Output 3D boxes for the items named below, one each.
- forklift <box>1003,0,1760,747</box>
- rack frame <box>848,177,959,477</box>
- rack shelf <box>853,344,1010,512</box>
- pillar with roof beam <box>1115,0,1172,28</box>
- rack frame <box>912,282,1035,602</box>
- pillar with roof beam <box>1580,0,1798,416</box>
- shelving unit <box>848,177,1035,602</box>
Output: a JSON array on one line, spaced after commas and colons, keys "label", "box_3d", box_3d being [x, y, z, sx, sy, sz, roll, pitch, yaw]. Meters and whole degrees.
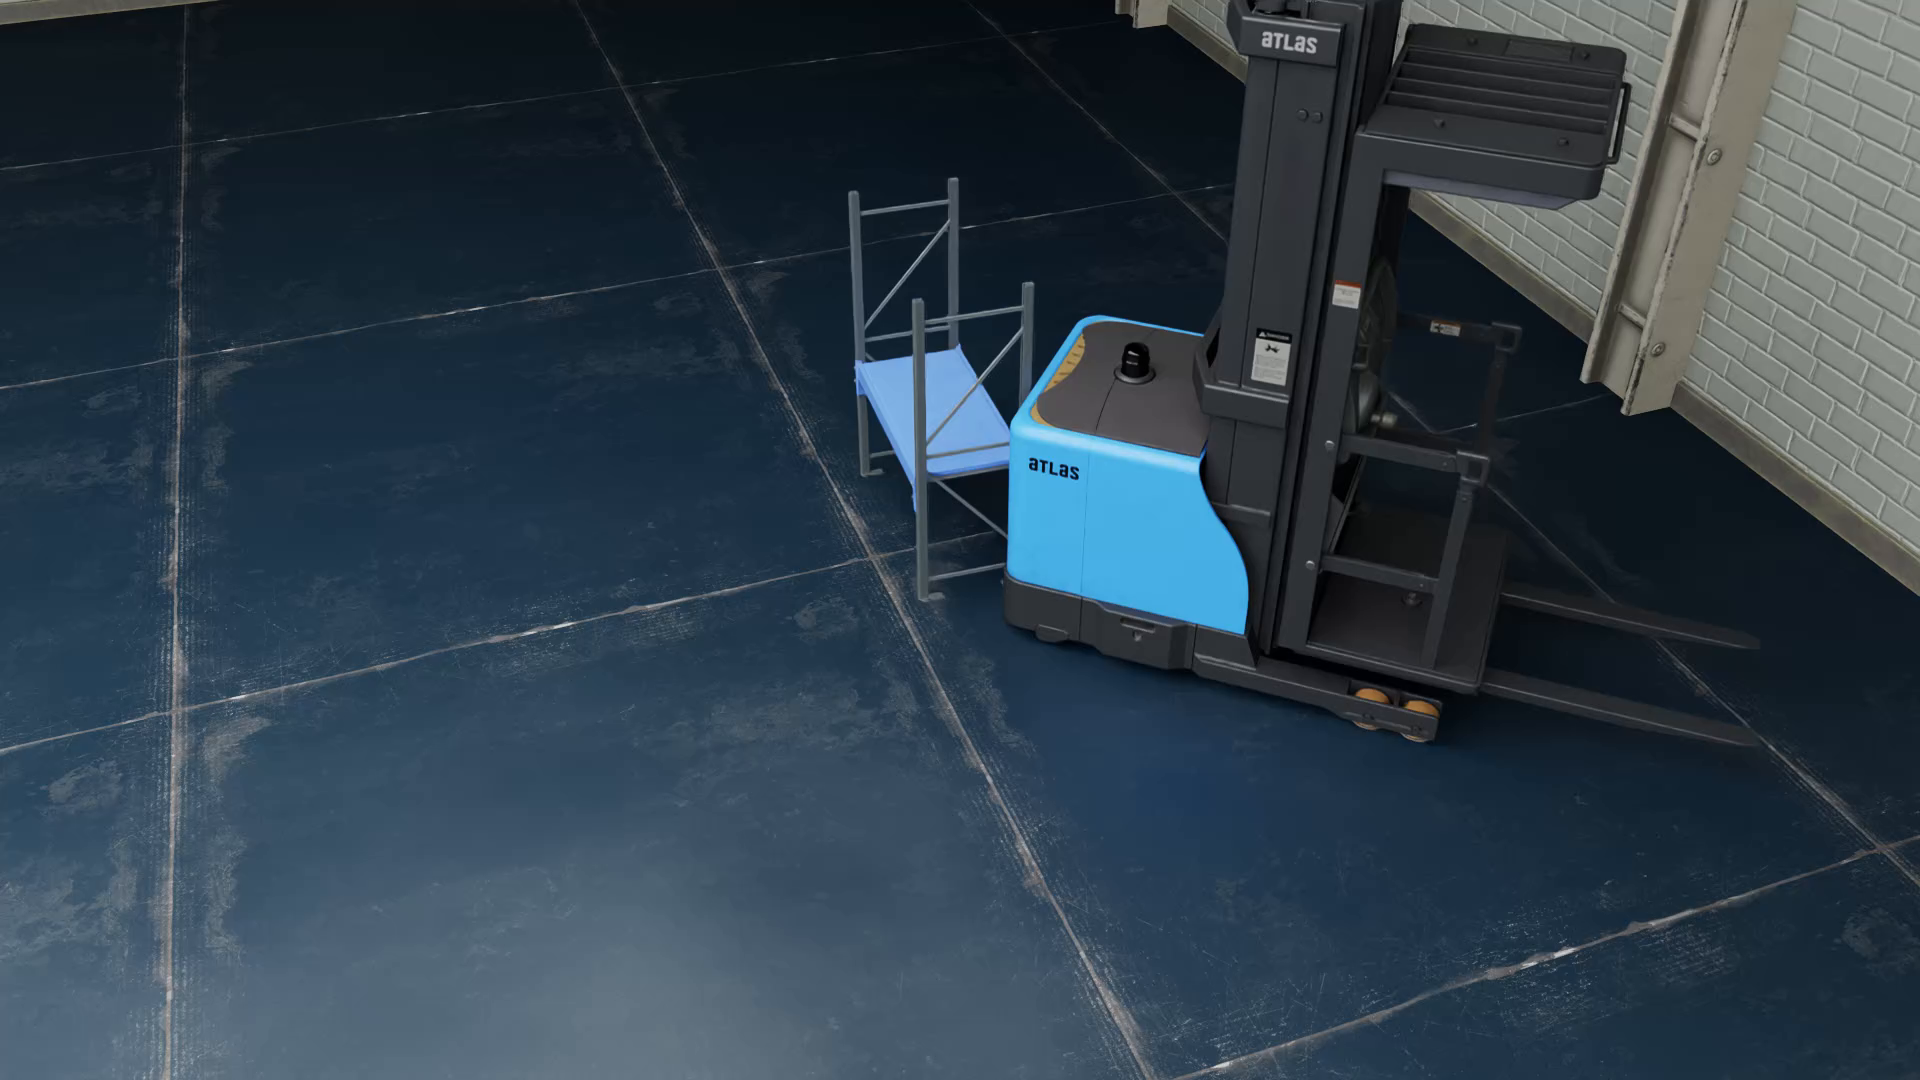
[{"label": "forklift", "box_3d": [1.756, -0.725, 6.276, 3.031, 2.935, 1.130, 13, 39, 17]}, {"label": "rack frame", "box_3d": [-0.247, -0.962, 7.781, 0.500, 1.500, 0.032, -11, 38, -14]}, {"label": "rack shelf", "box_3d": [-0.097, -0.526, 7.501, 0.538, 0.185, 1.000, -11, 38, -14]}, {"label": "pillar with roof beam", "box_3d": [-2.584, -6.877, 9.400, 9.100, 9.000, 0.400, -12, 39, -16]}, {"label": "rack frame", "box_3d": [0.054, -0.378, 7.005, 0.500, 1.500, 0.032, -11, 38, -14]}, {"label": "pillar with roof beam", "box_3d": [-0.519, -3.487, 4.900, 9.100, 9.000, 0.400, -12, 39, -16]}, {"label": "shelving unit", "box_3d": [-0.097, -0.670, 7.393, 0.538, 1.500, 1.048, -11, 38, -14]}]
